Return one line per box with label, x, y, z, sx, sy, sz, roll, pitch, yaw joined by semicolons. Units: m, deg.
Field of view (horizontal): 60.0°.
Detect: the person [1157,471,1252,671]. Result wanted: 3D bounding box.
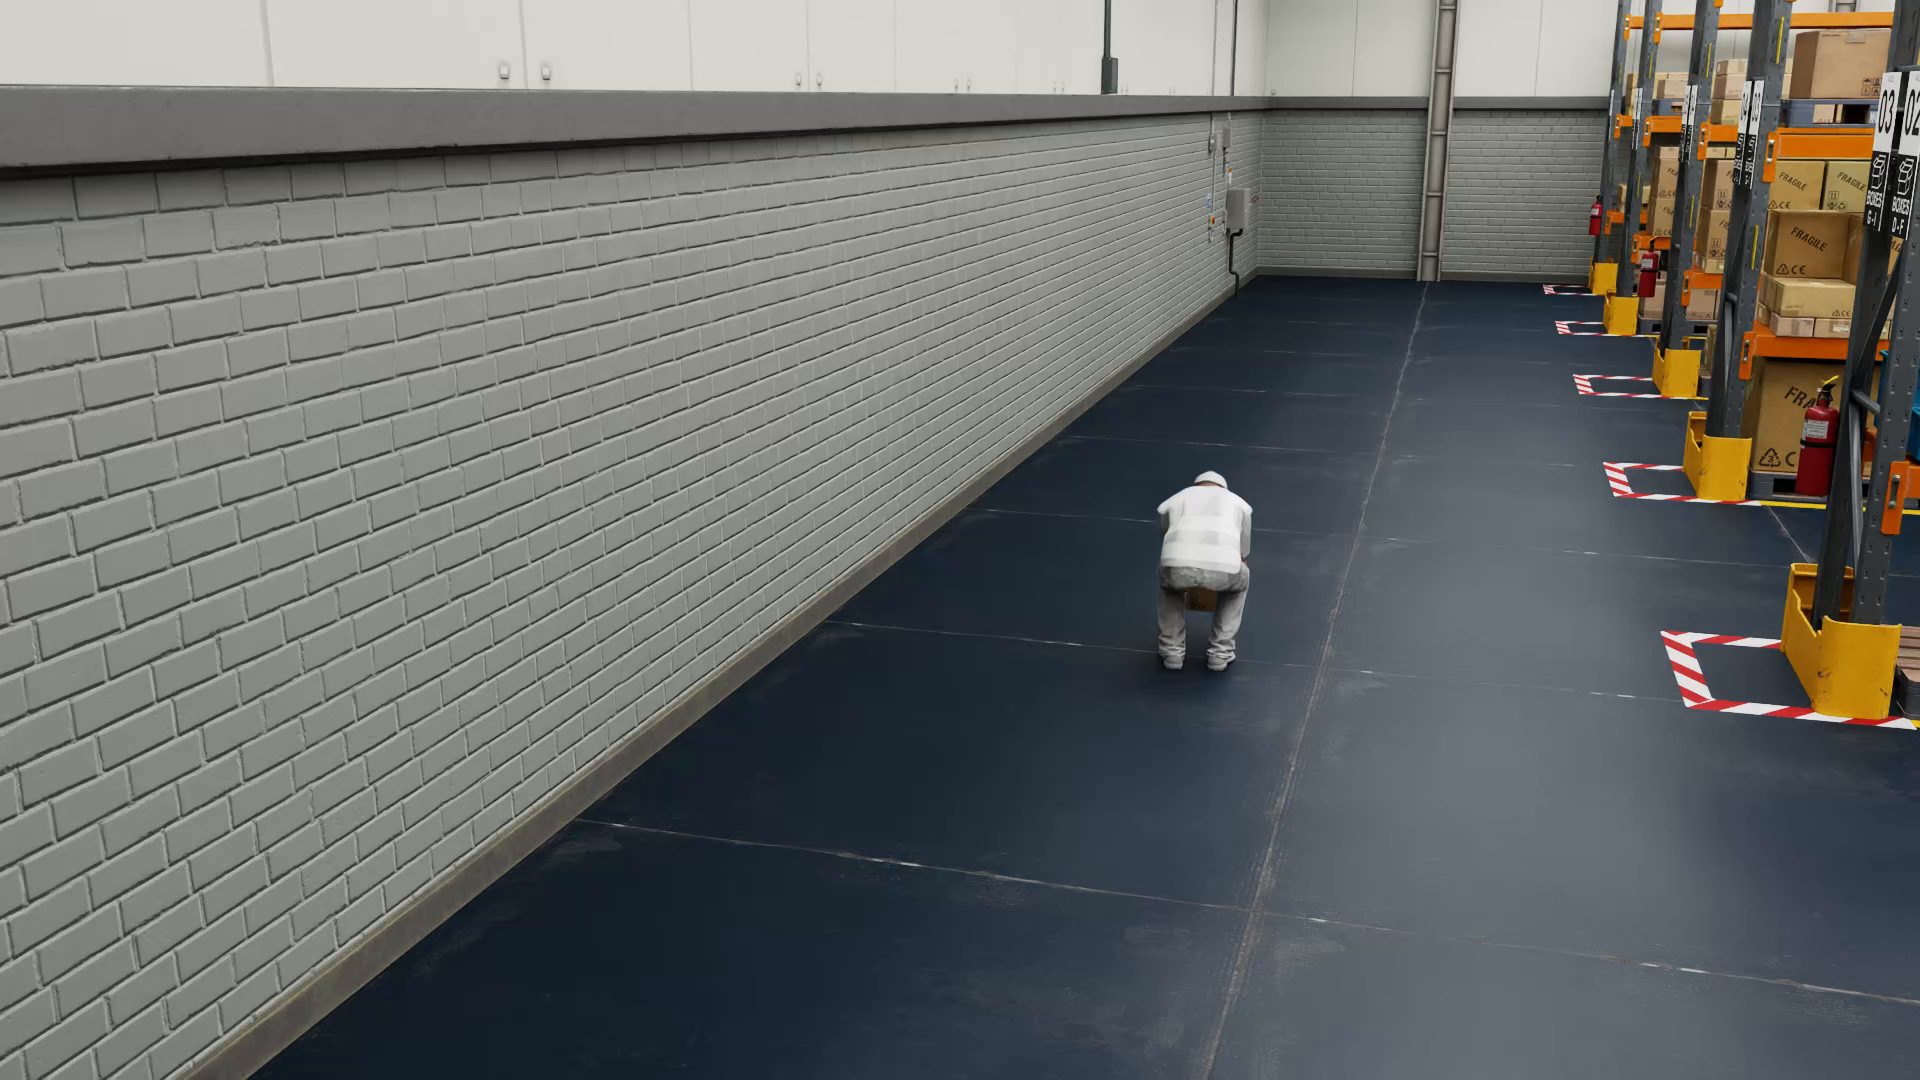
person;1.354;0.181;9.338;0.542;0.995;0.959;4;15;14
